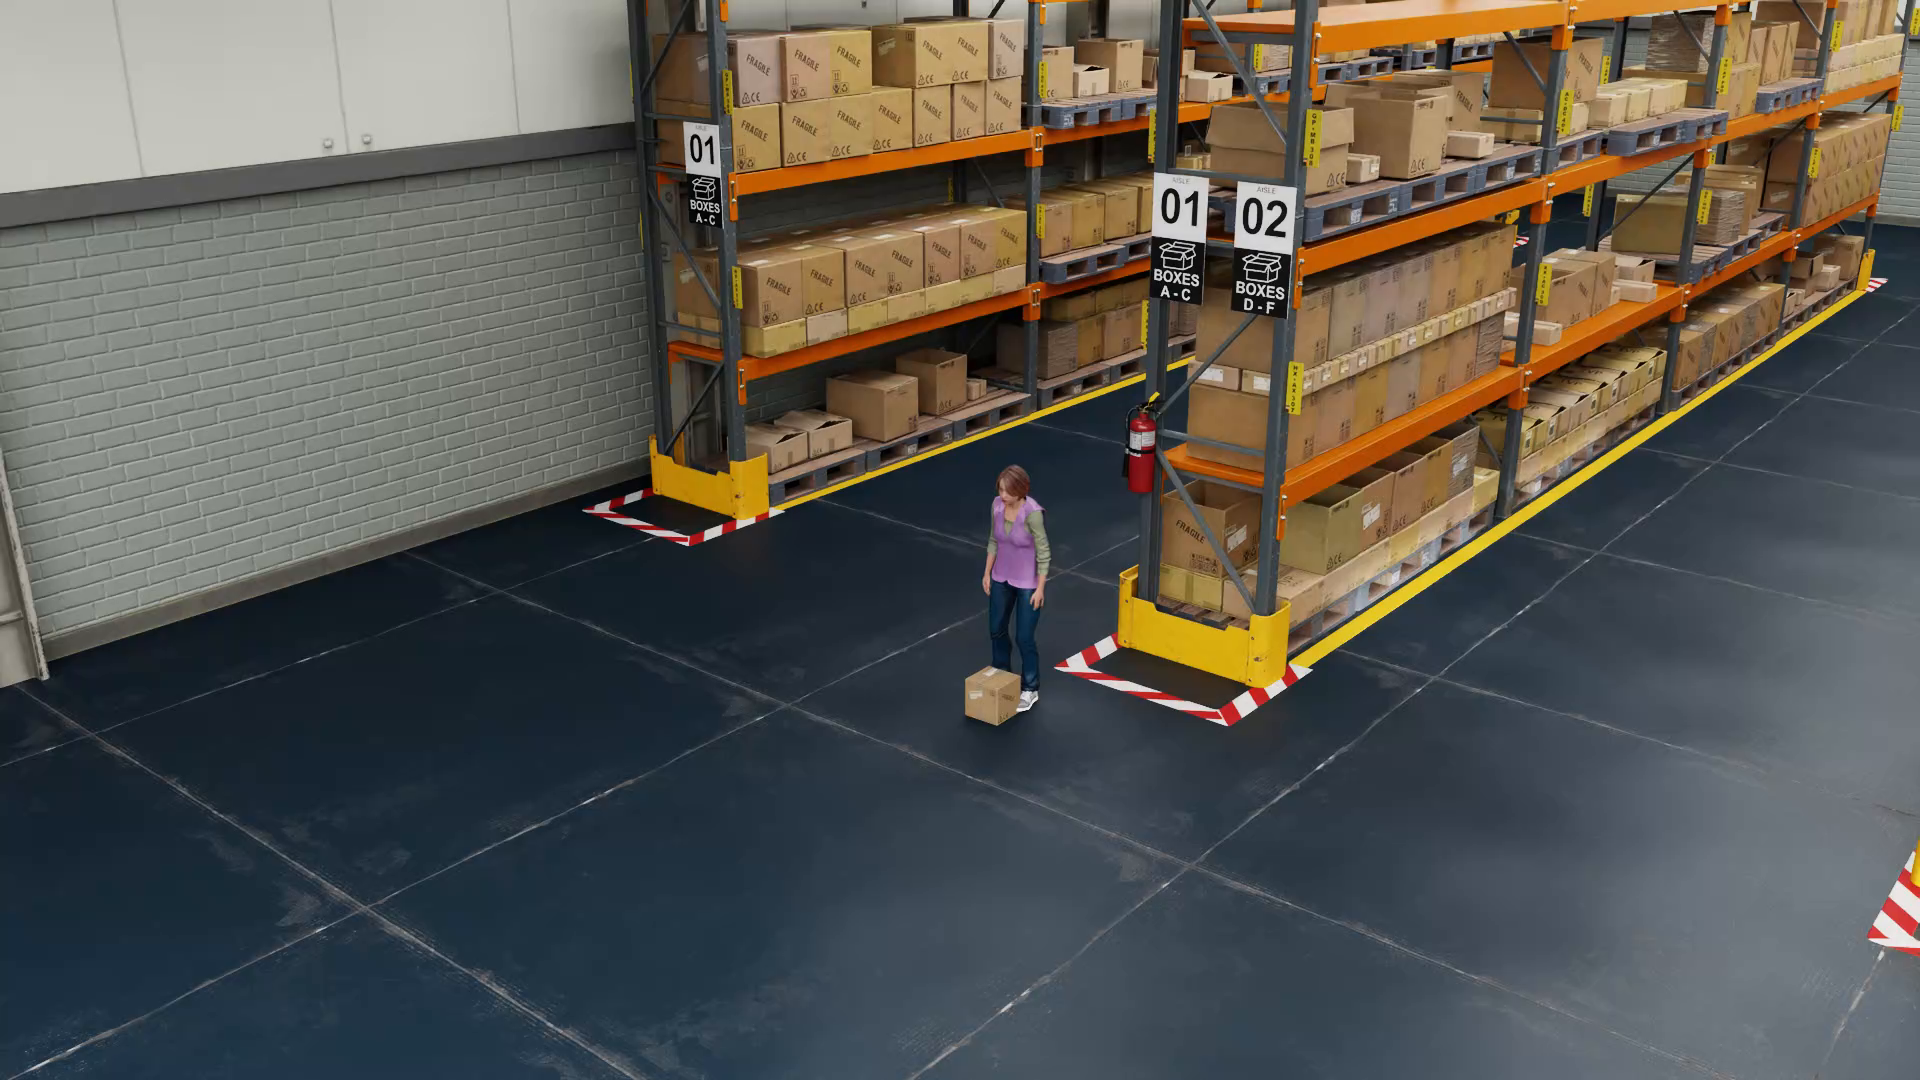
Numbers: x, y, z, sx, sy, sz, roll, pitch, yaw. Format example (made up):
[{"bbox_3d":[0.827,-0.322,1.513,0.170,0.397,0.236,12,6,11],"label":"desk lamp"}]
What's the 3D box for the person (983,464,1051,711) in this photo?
[{"bbox_3d":[0.346,0.279,10.346,0.467,1.593,0.349,16,26,36],"label":"person"}]
